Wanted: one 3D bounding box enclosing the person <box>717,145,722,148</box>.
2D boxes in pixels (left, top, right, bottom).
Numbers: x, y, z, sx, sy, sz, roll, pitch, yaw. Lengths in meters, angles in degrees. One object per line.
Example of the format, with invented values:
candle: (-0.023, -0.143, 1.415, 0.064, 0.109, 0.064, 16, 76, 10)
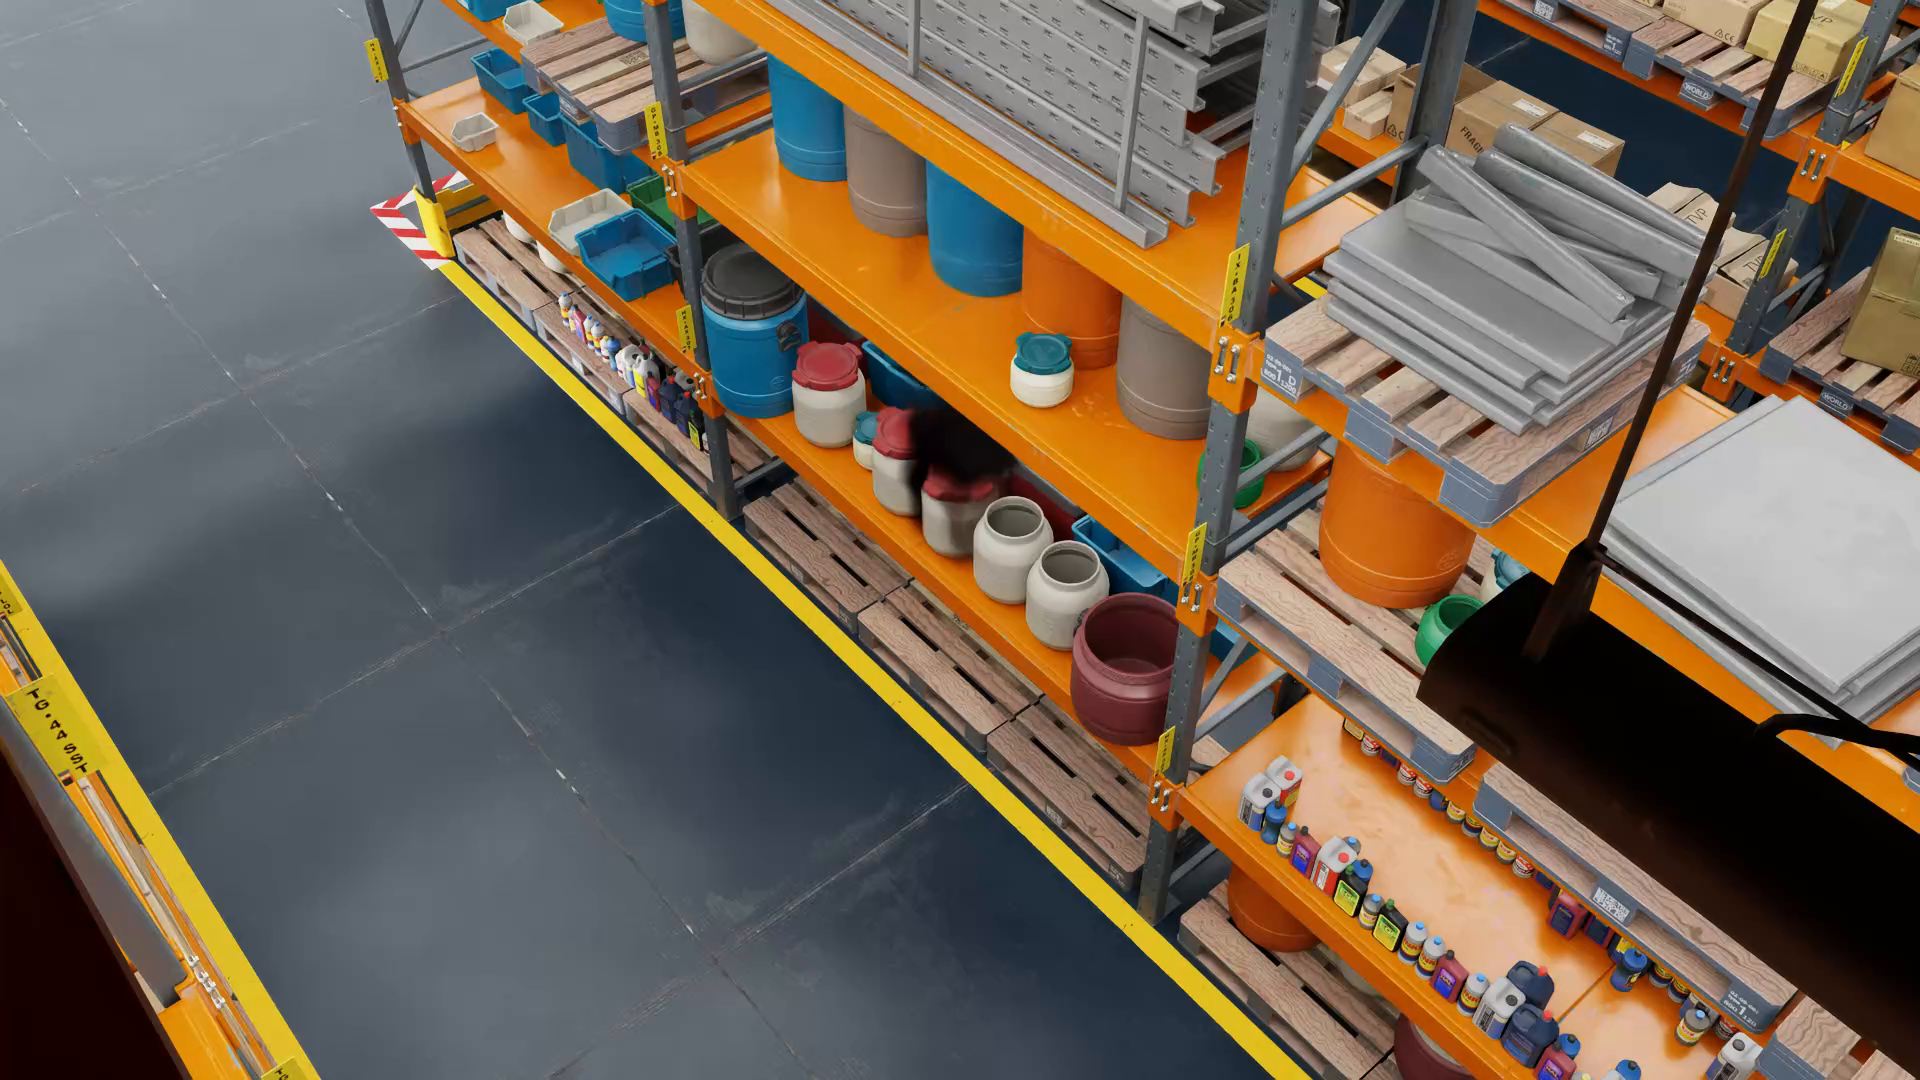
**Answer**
person: (-2.336, -3.809, 13.423, 1.066, 1.754, 0.700, 11, 48, 10)
